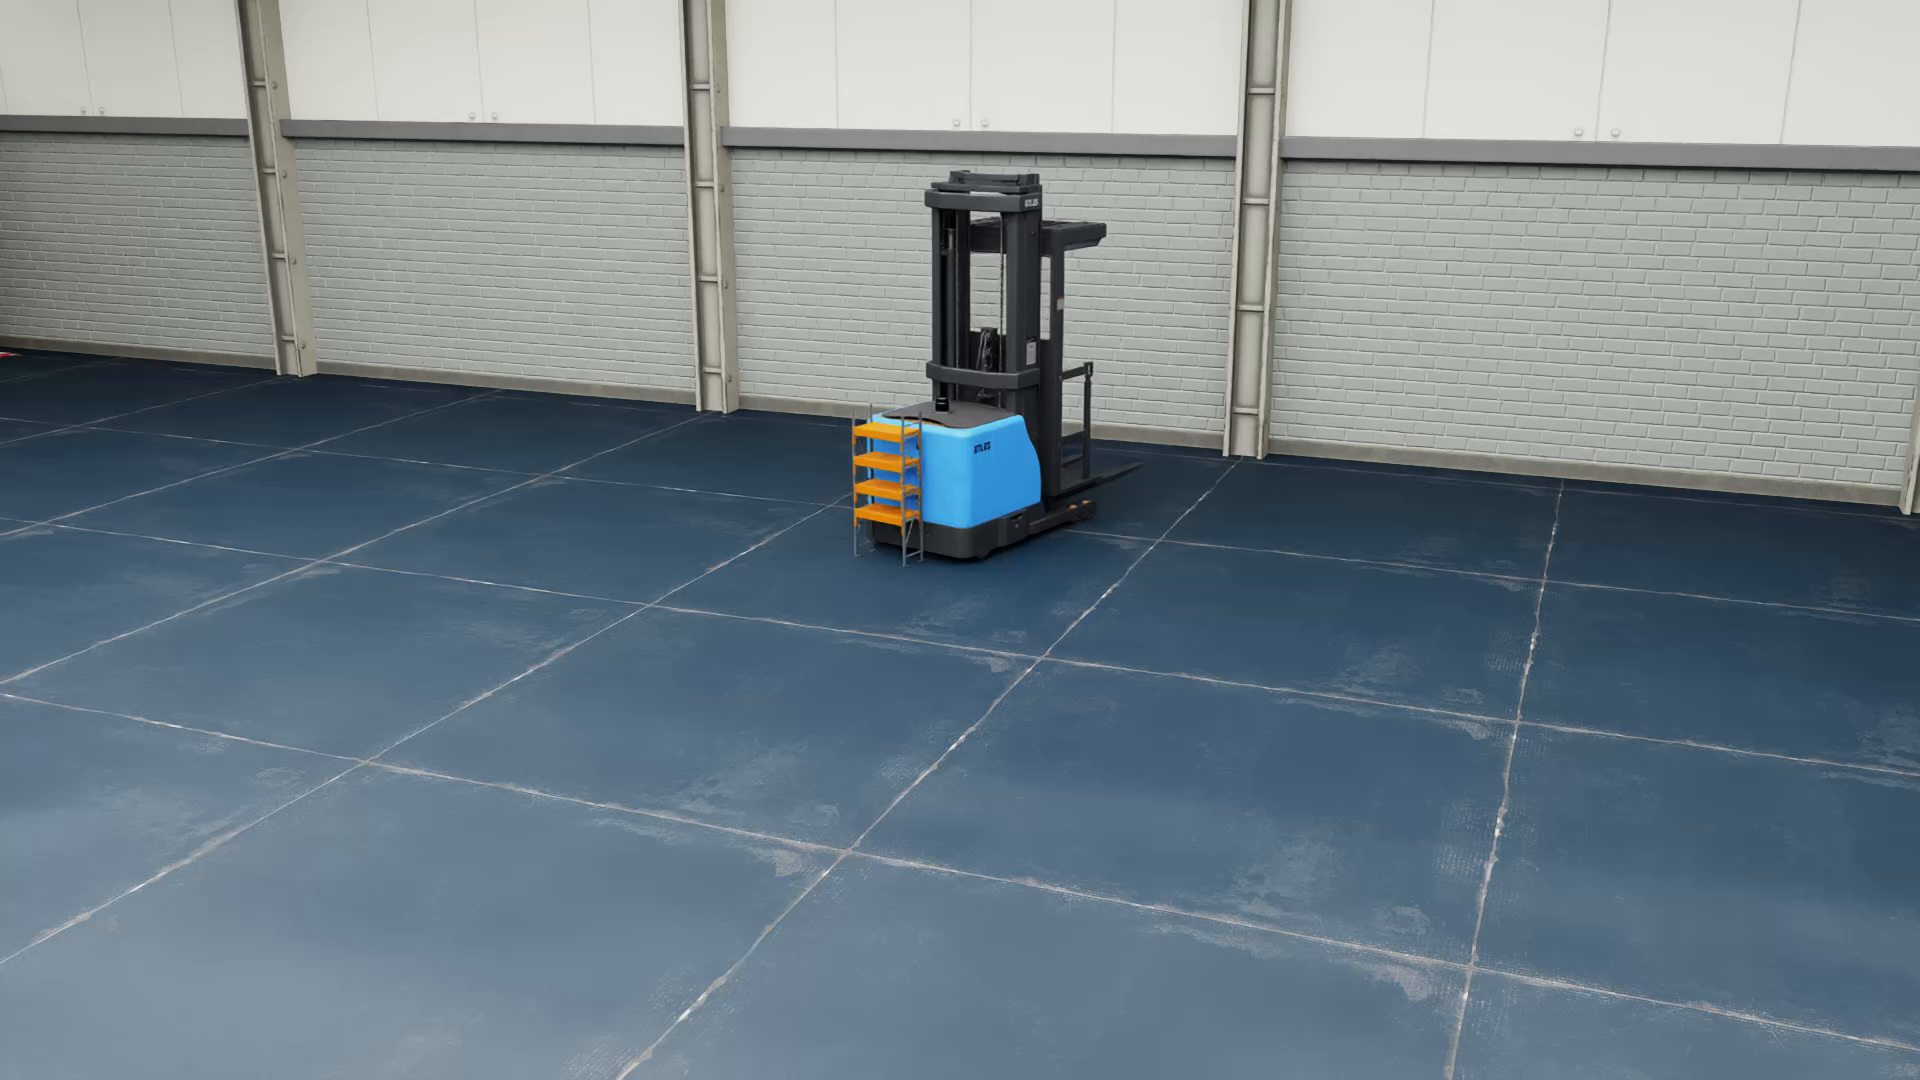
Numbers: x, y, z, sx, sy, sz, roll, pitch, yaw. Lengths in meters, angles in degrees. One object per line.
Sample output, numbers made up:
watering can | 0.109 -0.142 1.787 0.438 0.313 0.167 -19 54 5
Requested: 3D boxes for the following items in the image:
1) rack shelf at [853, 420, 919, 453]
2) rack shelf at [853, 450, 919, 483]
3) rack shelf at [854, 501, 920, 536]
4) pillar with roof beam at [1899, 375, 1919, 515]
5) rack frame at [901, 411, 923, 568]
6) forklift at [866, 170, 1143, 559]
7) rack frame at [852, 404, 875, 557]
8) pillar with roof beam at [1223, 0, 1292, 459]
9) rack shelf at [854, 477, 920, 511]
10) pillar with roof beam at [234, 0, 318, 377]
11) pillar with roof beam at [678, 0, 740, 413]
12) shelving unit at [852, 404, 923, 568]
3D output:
rack shelf | -0.565 -0.804 12.880 0.480 0.148 0.258 12 20 35
rack shelf | -0.565 -0.577 12.946 0.480 0.148 0.258 12 20 35
rack shelf | -0.564 -0.172 13.065 0.480 0.148 0.258 12 20 35
pillar with roof beam | 6.859 -3.451 9.420 0.400 9.000 9.100 6 17 21
rack frame | -0.367 -0.387 12.852 0.015 1.200 0.240 12 20 35
forklift | 0.520 -1.612 13.967 1.130 2.935 3.031 12 20 35
rack frame | -0.761 -0.467 13.129 0.015 1.200 0.240 12 20 35
pillar with roof beam | 1.278 -4.065 11.534 0.400 9.000 9.100 6 17 21
rack shelf | -0.564 -0.362 13.009 0.480 0.148 0.258 12 20 35
pillar with roof beam | -9.886 -5.292 15.763 0.400 9.000 9.100 6 17 21
pillar with roof beam | -4.304 -4.679 13.649 0.400 9.000 9.100 6 17 21
shelving unit | -0.564 -0.427 12.990 0.503 1.200 0.258 12 20 35
